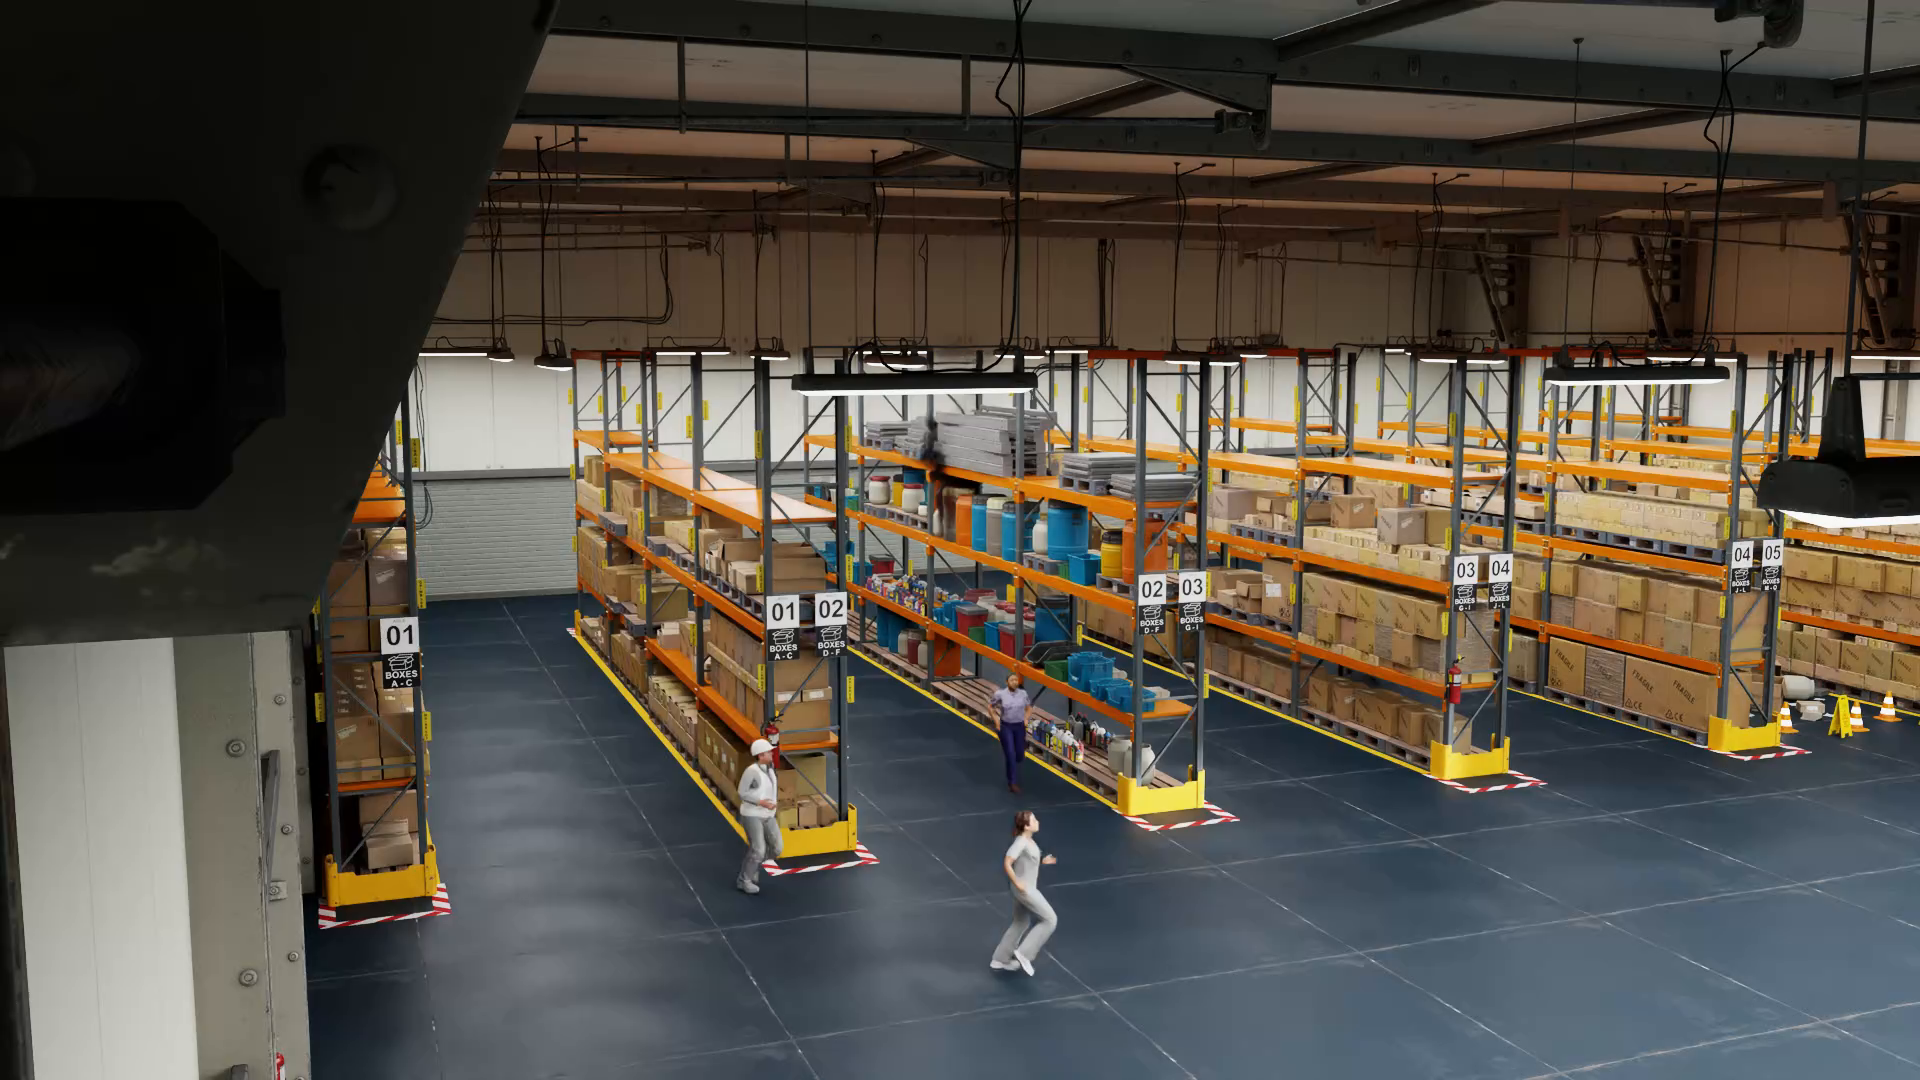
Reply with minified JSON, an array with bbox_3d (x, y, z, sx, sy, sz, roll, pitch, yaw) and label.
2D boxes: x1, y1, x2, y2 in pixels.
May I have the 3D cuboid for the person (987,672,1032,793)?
[{"bbox_3d":[0.705,2.657,23.202,0.627,1.614,0.744,-2,7,-18],"label":"person"}]

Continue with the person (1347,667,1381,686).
[{"bbox_3d":[7.342,1.736,30.297,0.689,1.754,0.961,-4,8,-29],"label":"person"}]

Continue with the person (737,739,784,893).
[{"bbox_3d":[-2.249,3.130,19.042,0.547,1.700,0.664,4,8,30],"label":"person"}]

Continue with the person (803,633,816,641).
[{"bbox_3d":[-2.755,1.853,29.948,0.522,1.554,0.598,-5,8,-33],"label":"person"}]

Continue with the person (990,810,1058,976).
[{"bbox_3d":[0.636,3.475,16.448,0.673,1.649,0.560,0,7,0],"label":"person"}]
